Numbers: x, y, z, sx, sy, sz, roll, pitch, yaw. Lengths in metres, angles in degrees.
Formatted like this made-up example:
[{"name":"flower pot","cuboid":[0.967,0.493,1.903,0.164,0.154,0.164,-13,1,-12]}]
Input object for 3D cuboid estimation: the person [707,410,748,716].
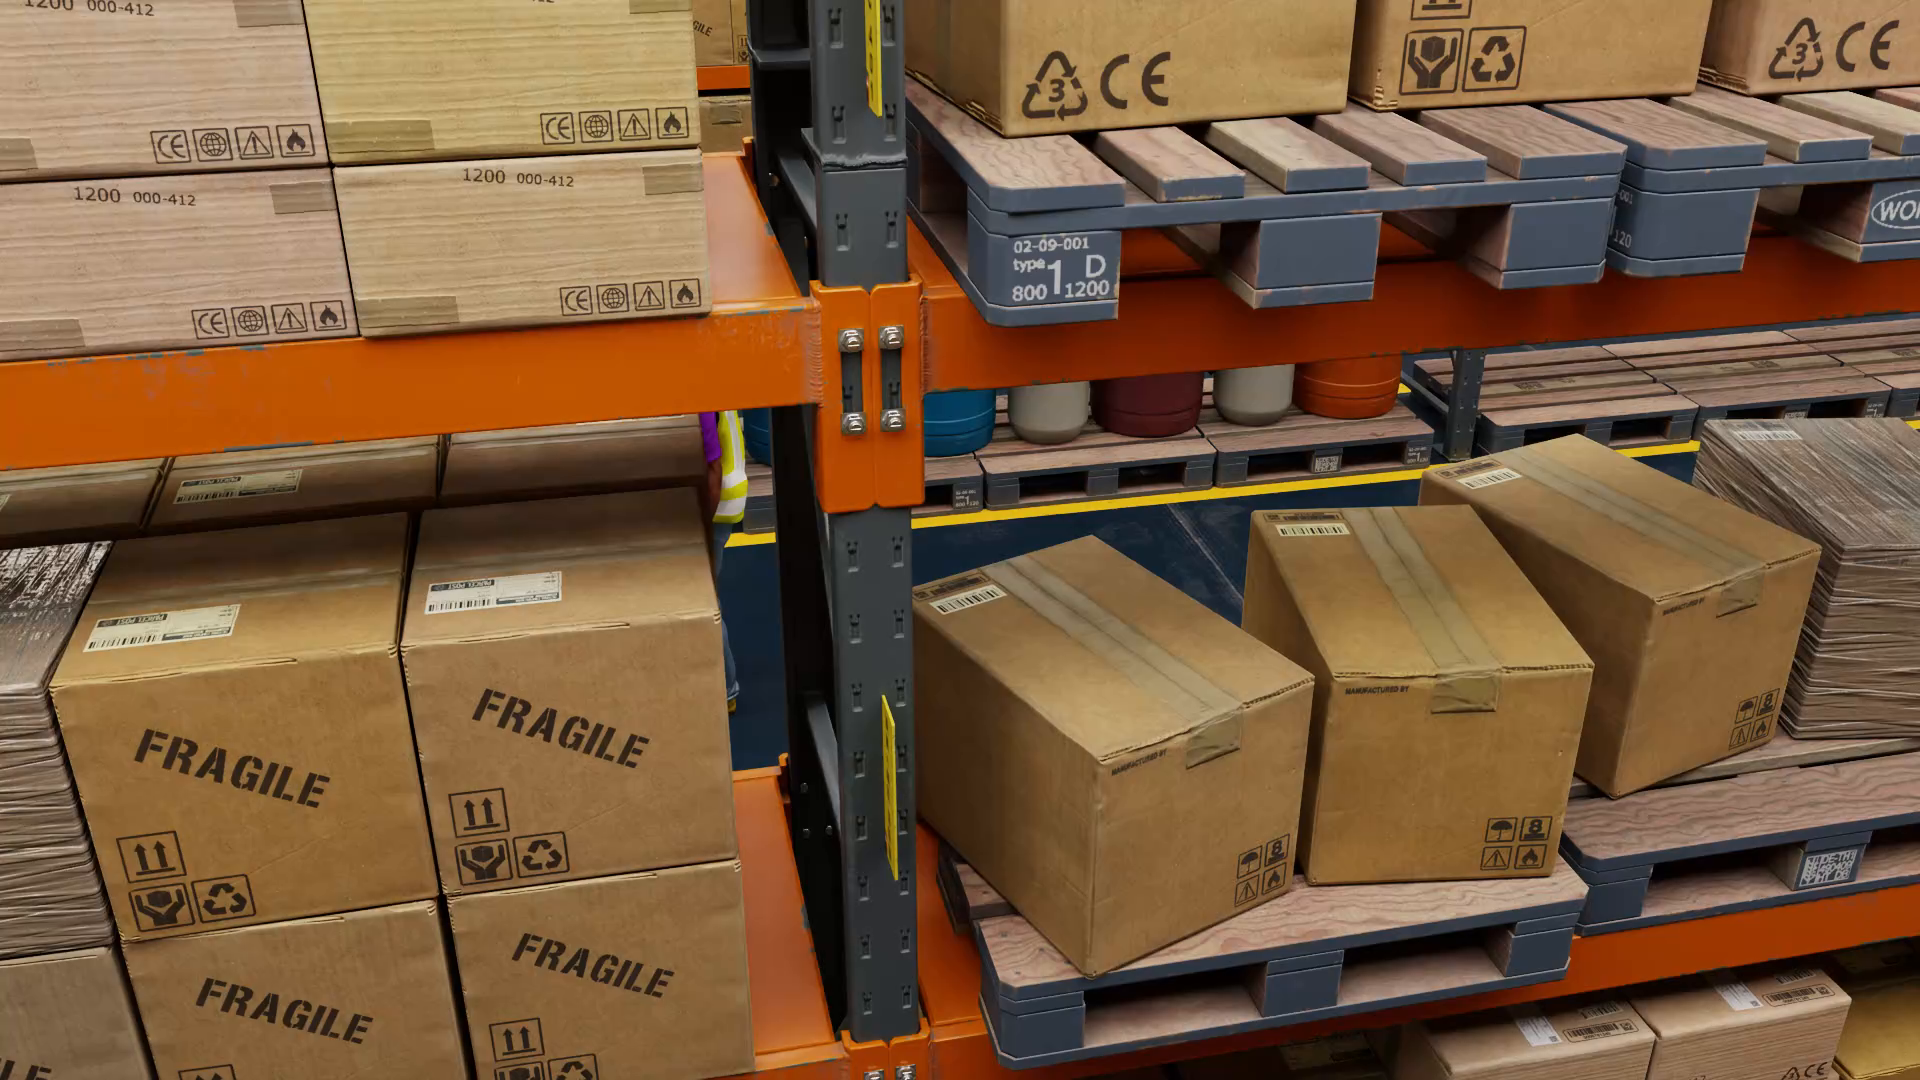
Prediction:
[{"name":"person","cuboid":[-7.008,-7.961,13.913,6.029,9.002,23.700,-8,28,-15]}]
